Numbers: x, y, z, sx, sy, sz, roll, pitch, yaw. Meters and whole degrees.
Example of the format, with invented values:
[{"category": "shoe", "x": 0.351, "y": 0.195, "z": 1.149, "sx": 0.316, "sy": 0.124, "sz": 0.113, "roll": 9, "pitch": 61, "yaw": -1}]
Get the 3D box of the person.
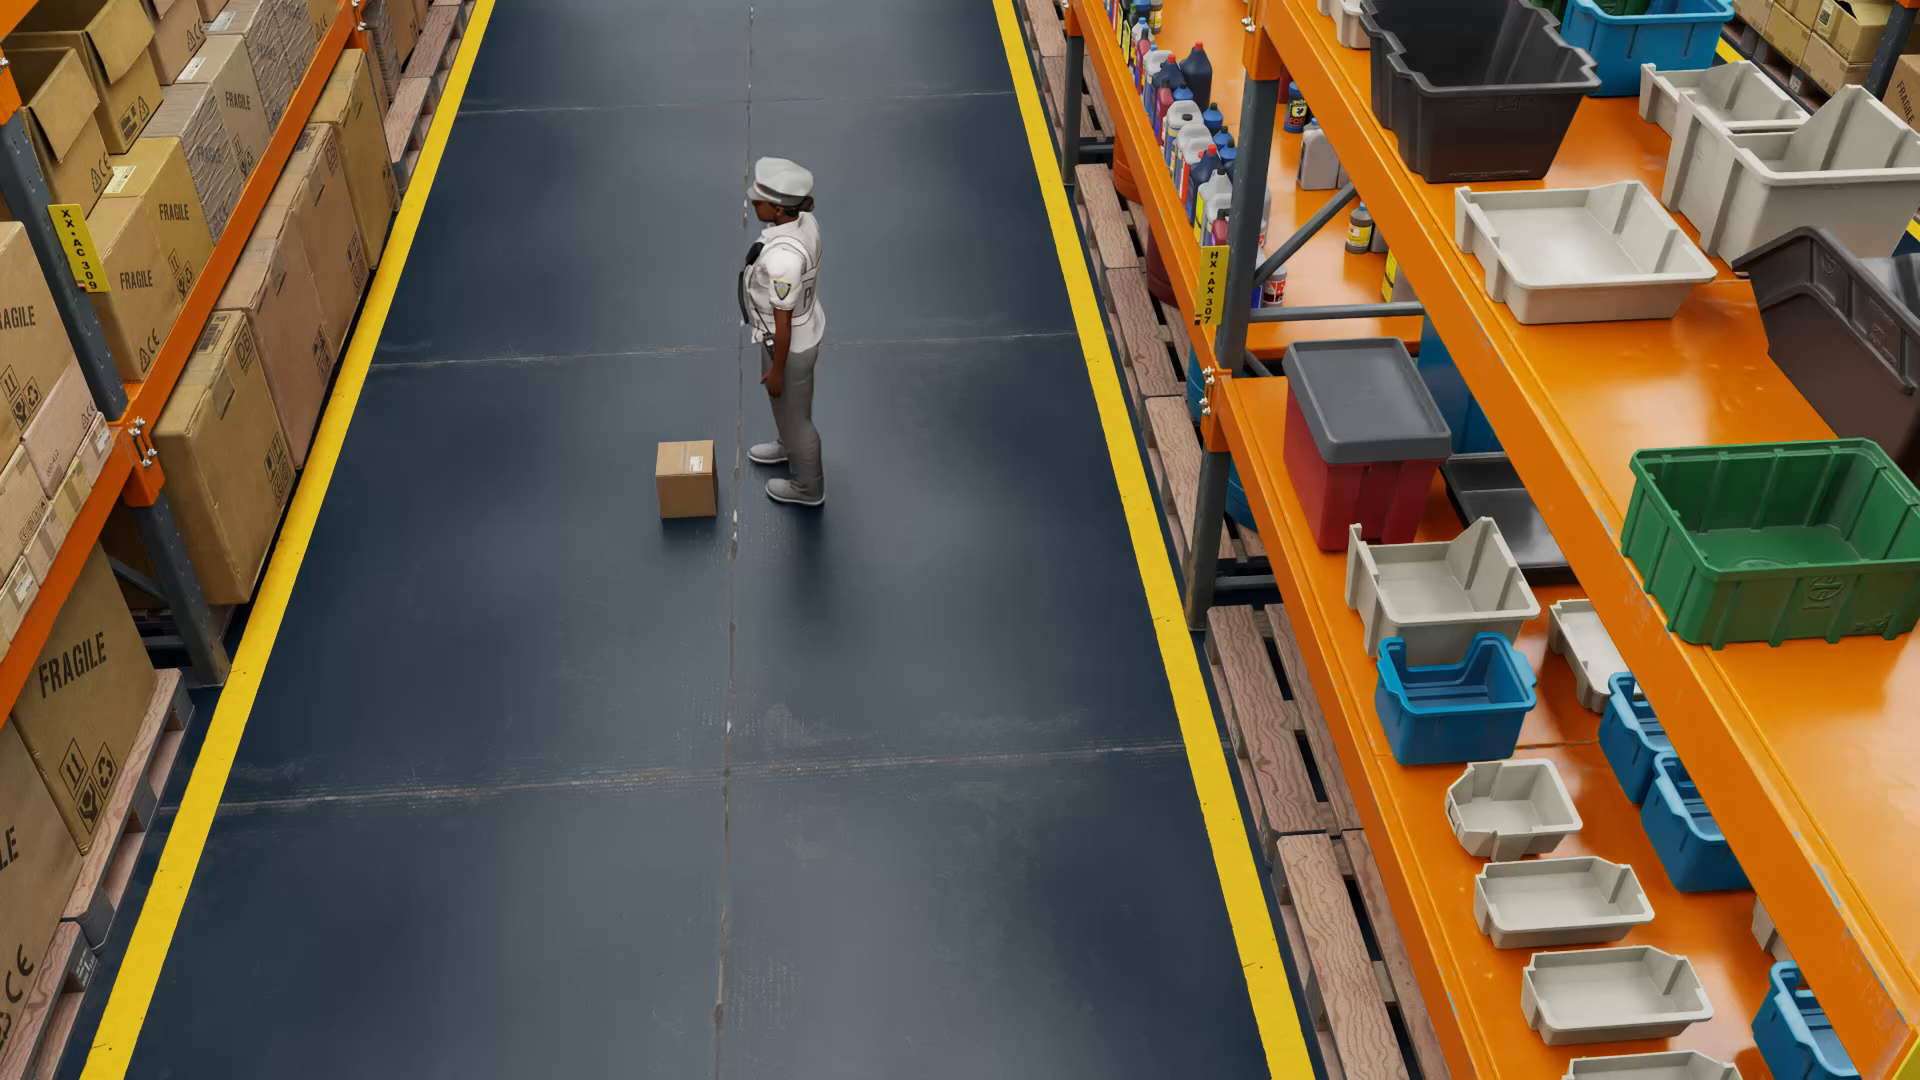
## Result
[{"category": "person", "x": -0.800, "y": -0.890, "z": 7.213, "sx": 0.446, "sy": 1.680, "sz": 0.550, "roll": 3, "pitch": 39, "yaw": 4}]
